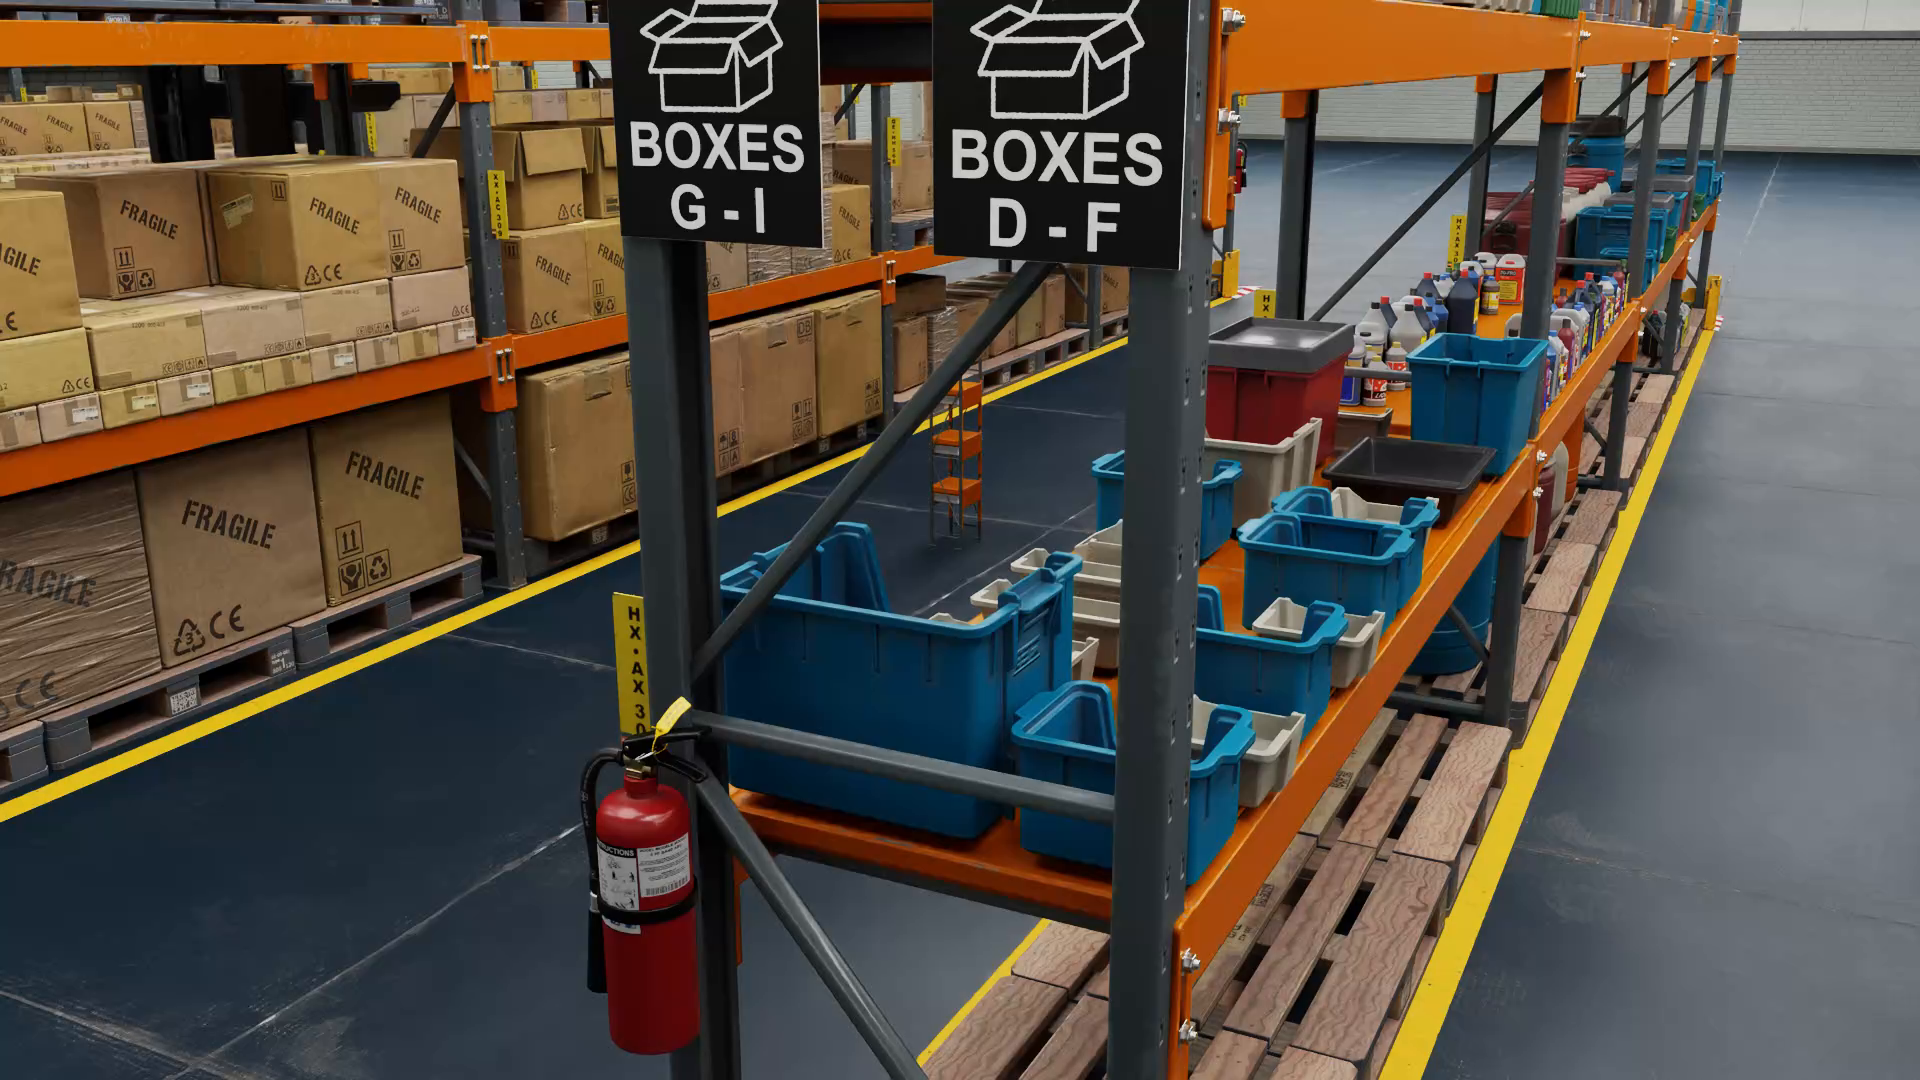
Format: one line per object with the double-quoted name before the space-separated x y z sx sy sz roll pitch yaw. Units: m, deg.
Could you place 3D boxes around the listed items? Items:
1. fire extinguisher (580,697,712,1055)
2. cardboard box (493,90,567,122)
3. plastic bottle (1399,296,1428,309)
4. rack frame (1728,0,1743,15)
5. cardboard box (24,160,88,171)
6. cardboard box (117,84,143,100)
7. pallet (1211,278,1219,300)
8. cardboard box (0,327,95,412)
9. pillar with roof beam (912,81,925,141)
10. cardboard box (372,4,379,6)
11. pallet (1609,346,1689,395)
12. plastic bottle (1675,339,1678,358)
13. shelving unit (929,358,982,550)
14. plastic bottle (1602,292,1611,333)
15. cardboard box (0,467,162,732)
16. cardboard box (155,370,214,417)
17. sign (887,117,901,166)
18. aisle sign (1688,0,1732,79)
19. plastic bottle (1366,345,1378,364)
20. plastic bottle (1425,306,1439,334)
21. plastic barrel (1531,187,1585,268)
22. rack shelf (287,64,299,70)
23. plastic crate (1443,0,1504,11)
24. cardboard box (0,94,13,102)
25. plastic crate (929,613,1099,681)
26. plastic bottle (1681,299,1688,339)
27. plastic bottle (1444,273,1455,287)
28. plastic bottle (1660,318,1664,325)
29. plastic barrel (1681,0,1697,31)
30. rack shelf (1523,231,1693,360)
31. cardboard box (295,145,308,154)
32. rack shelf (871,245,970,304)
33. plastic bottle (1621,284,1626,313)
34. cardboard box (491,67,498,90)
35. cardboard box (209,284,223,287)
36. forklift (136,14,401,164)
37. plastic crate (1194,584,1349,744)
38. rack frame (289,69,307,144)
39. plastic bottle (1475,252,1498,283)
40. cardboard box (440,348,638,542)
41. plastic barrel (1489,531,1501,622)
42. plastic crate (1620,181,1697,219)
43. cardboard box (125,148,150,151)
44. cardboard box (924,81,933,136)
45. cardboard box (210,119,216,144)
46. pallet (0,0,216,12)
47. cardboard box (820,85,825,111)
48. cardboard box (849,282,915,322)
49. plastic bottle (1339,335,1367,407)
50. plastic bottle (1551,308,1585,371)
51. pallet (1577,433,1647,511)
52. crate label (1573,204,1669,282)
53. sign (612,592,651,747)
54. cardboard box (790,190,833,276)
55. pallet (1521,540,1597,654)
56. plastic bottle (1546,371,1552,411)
"fire extinguisher" -0.571 0.600 3.028 0.296 0.674 0.183 8 18 25
"cardboard box" -4.229 -4.080 16.062 0.700 0.500 0.500 8 18 26
"plastic bottle" 2.129 -1.012 7.883 0.152 0.276 0.135 8 18 25
"rack frame" 7.052 -6.548 15.765 1.000 3.000 0.127 8 18 25
"cardboard box" -6.196 -2.510 11.367 0.380 0.149 0.250 8 18 25
"cardboard box" -8.952 -4.882 18.119 0.380 0.149 0.250 9 19 28
"pallet" 2.193 -2.744 18.391 1.003 0.211 1.213 8 18 25
"cardboard box" -3.618 -0.646 6.173 0.500 0.250 0.500 7 18 24
"pillar with roof beam" 2.771 -14.572 42.782 9.100 9.000 0.400 8 18 25
"cardboard box" -5.147 -4.870 14.628 0.500 0.311 0.500 8 18 25
"pallet" 5.602 -1.482 14.144 1.003 0.211 1.213 8 18 25
"plastic bottle" 5.890 -1.600 13.785 0.097 0.201 0.097 0 17 0
"shelving unit" -0.024 -0.490 9.329 0.215 1.050 0.252 8 18 25
"plastic bottle" 3.290 -1.172 8.551 0.097 0.201 0.097 0 17 0
"cardboard box" -3.907 0.185 6.626 0.875 0.875 0.875 8 18 25
"cardboard box" -3.273 -0.614 6.764 0.380 0.149 0.250 8 19 26
"sign" -0.455 -2.750 11.481 0.100 0.325 0.005 8 18 25
"aisle sign" 7.350 -4.899 16.184 0.394 0.787 0.004 8 18 25
"plastic bottle" 1.718 -0.721 7.033 0.097 0.201 0.097 0 17 0
"plastic bottle" 2.146 -0.940 7.647 0.097 0.271 0.097 0 17 0
"plastic barrel" 3.934 -2.085 11.078 0.421 0.512 0.421 0 17 0
"rack shelf" -8.925 -5.128 17.516 1.077 0.370 4.000 8 18 25
"plastic crate" 1.169 -1.503 4.256 0.437 0.282 0.530 8 18 25
"cardboard box" -12.602 -5.796 21.933 0.380 0.149 0.250 8 18 26
"plastic crate" 0.105 0.270 3.704 0.396 0.136 0.243 8 18 25
"plastic bottle" 6.354 -1.951 14.704 0.144 0.351 0.185 9 19 28
"plastic bottle" 2.549 -1.267 8.748 0.097 0.271 0.097 0 17 0
"plastic bottle" 5.954 -1.761 14.206 0.097 0.271 0.097 0 17 0
"plastic barrel" 4.331 -3.626 10.443 0.600 0.830 0.708 8 18 25
"rack shelf" 4.371 -1.799 11.576 1.077 0.370 4.000 8 18 25
"cardboard box" -5.269 -3.041 13.152 0.380 0.149 0.250 8 18 25
"rack shelf" -0.060 -2.429 13.698 1.077 0.370 4.000 8 18 25
"plastic bottle" 3.611 -1.355 9.166 0.097 0.201 0.097 0 17 0
"cardboard box" -6.510 -5.947 21.825 0.700 0.500 0.500 8 18 26
"cardboard box" -3.412 -1.104 7.714 0.500 0.250 0.500 8 18 25
"forklift" -4.223 -1.870 10.672 1.130 2.935 3.031 8 18 25
"plastic crate" 0.602 0.266 3.549 0.416 0.233 0.300 8 18 25
"rack frame" -8.032 -4.544 19.556 1.000 3.000 0.127 8 18 25
"plastic bottle" 2.995 -1.506 9.544 0.152 0.276 0.135 8 18 25
"cardboard box" -2.473 -0.594 9.250 1.225 0.875 0.875 8 18 26
"plastic barrel" 2.265 -0.128 7.634 0.600 0.901 0.708 8 18 25
"plastic crate" 5.613 -2.741 13.592 0.767 0.338 0.504 8 18 25
"cardboard box" -6.195 -2.927 12.770 0.380 0.149 0.250 9 19 28
"cardboard box" 0.354 -3.588 14.544 1.000 1.000 1.000 8 18 26
"cardboard box" -8.489 -4.532 18.079 0.500 0.500 0.500 9 19 27
"pallet" -3.662 -2.124 6.296 1.003 0.211 1.213 8 18 25
"cardboard box" -2.135 -5.307 19.964 0.875 0.550 0.550 8 18 25
"cardboard box" -0.681 -1.811 12.654 0.500 0.250 0.500 9 19 28
"plastic bottle" 1.577 -0.698 6.823 0.152 0.276 0.135 8 18 25
"plastic bottle" 2.755 -0.920 7.573 0.152 0.276 0.135 8 18 25
"pallet" 3.858 -0.490 10.804 1.003 0.211 1.213 8 18 25
"crate label" 4.163 -1.870 10.490 0.502 0.435 0.616 8 18 25
"sign" -0.597 0.259 3.097 0.100 0.325 0.005 8 18 25
"cardboard box" -1.180 -2.029 10.912 0.500 0.500 0.500 8 18 25
"pallet" 2.616 0.218 8.420 1.003 0.211 1.213 8 18 25
"plastic bottle" 2.331 -0.625 6.710 0.097 0.201 0.097 0 17 0
